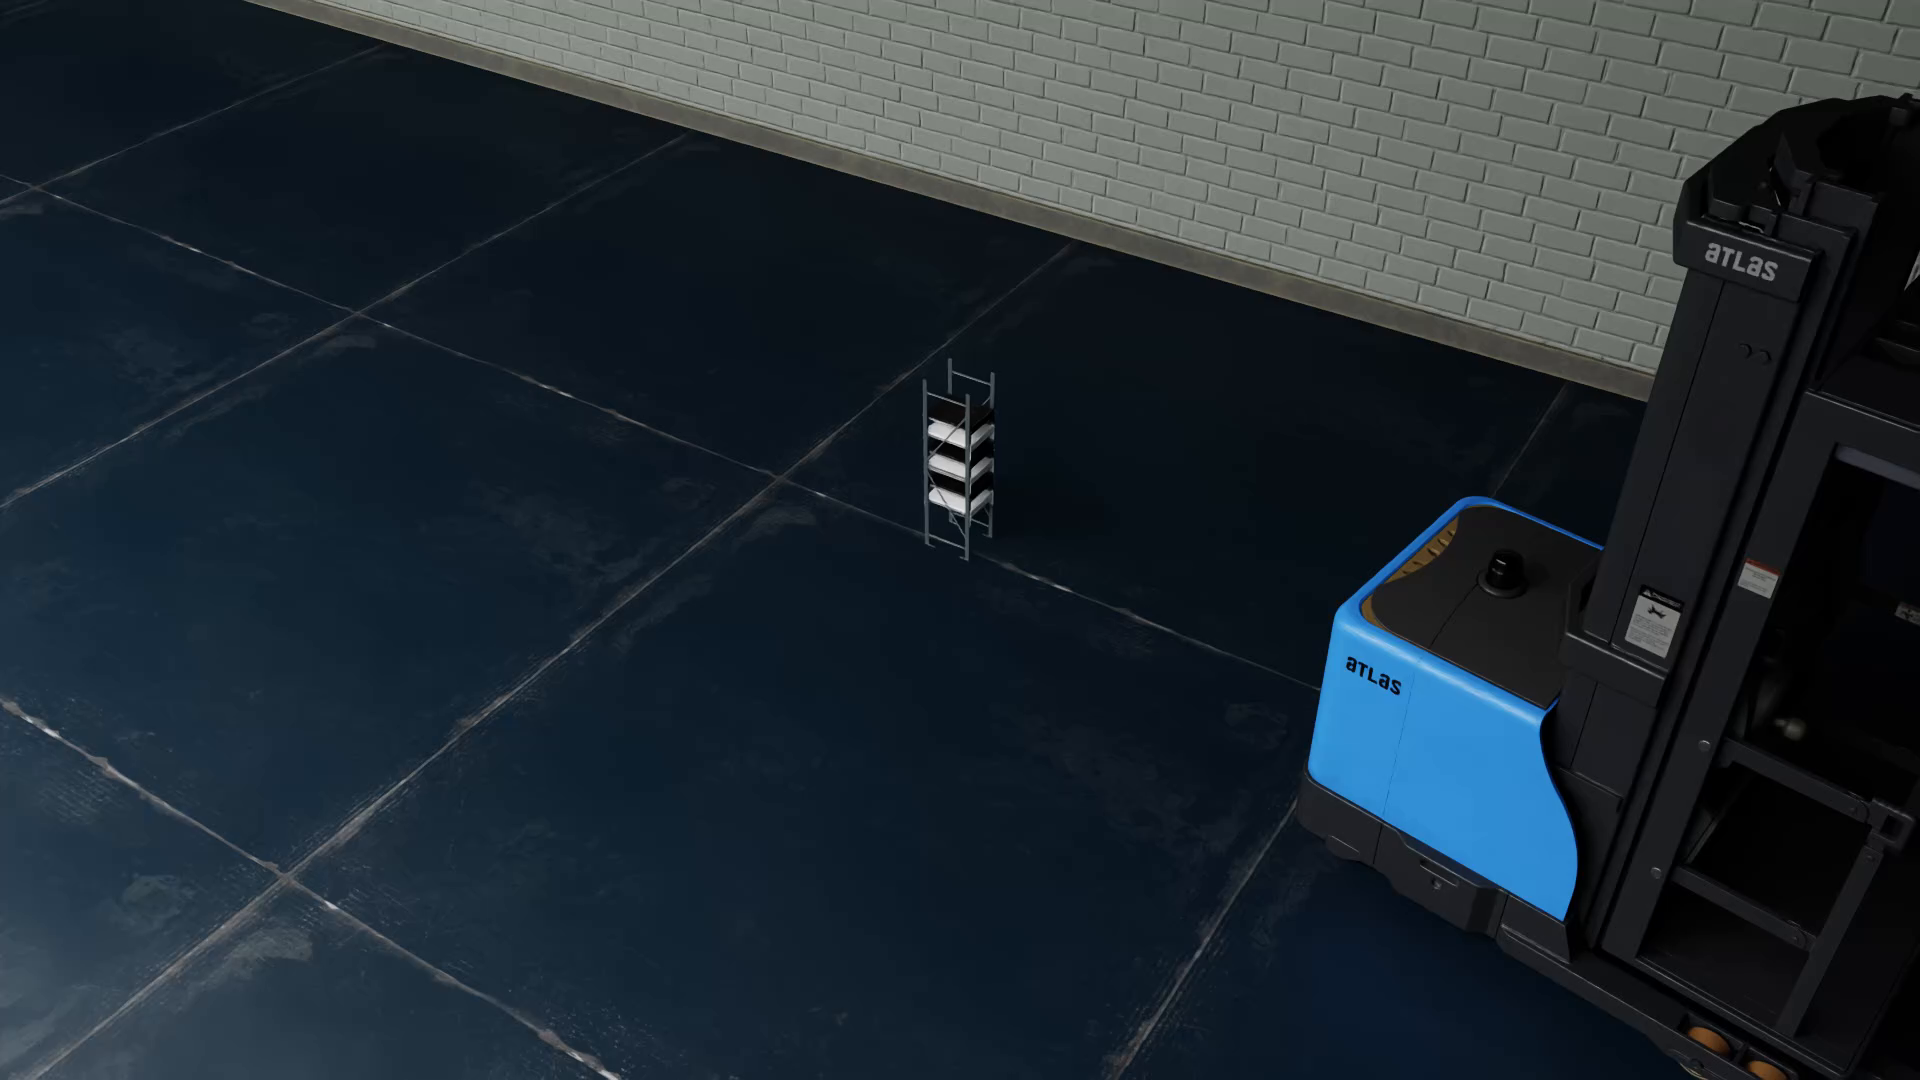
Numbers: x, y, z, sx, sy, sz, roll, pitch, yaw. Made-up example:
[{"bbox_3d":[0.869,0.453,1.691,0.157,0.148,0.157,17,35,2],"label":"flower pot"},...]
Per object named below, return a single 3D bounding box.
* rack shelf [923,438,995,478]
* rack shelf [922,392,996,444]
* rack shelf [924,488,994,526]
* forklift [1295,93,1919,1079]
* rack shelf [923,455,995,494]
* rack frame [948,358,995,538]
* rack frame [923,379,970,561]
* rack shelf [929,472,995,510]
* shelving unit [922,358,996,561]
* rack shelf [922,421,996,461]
[{"bbox_3d":[-0.004,-0.397,7.435,0.258,0.077,0.200,21,42,25],"label":"rack shelf"},{"bbox_3d":[-0.004,-0.540,7.325,0.258,0.077,0.200,21,42,25],"label":"rack shelf"},{"bbox_3d":[-0.004,-0.183,7.600,0.258,0.077,0.200,21,42,25],"label":"rack shelf"},{"bbox_3d":[2.702,0.319,4.935,3.031,2.935,1.130,29,46,32],"label":"forklift"},{"bbox_3d":[-0.004,-0.326,7.490,0.258,0.077,0.200,21,42,25],"label":"rack shelf"},{"bbox_3d":[0.050,-0.405,7.538,0.240,0.900,0.006,21,42,25],"label":"rack frame"},{"bbox_3d":[-0.059,-0.300,7.402,0.240,0.900,0.006,21,42,25],"label":"rack frame"},{"bbox_3d":[-0.004,-0.255,7.545,0.258,0.077,0.200,21,42,25],"label":"rack shelf"},{"bbox_3d":[-0.004,-0.352,7.470,0.258,0.900,0.210,21,42,25],"label":"shelving unit"},{"bbox_3d":[-0.004,-0.468,7.380,0.258,0.077,0.200,21,42,25],"label":"rack shelf"}]
